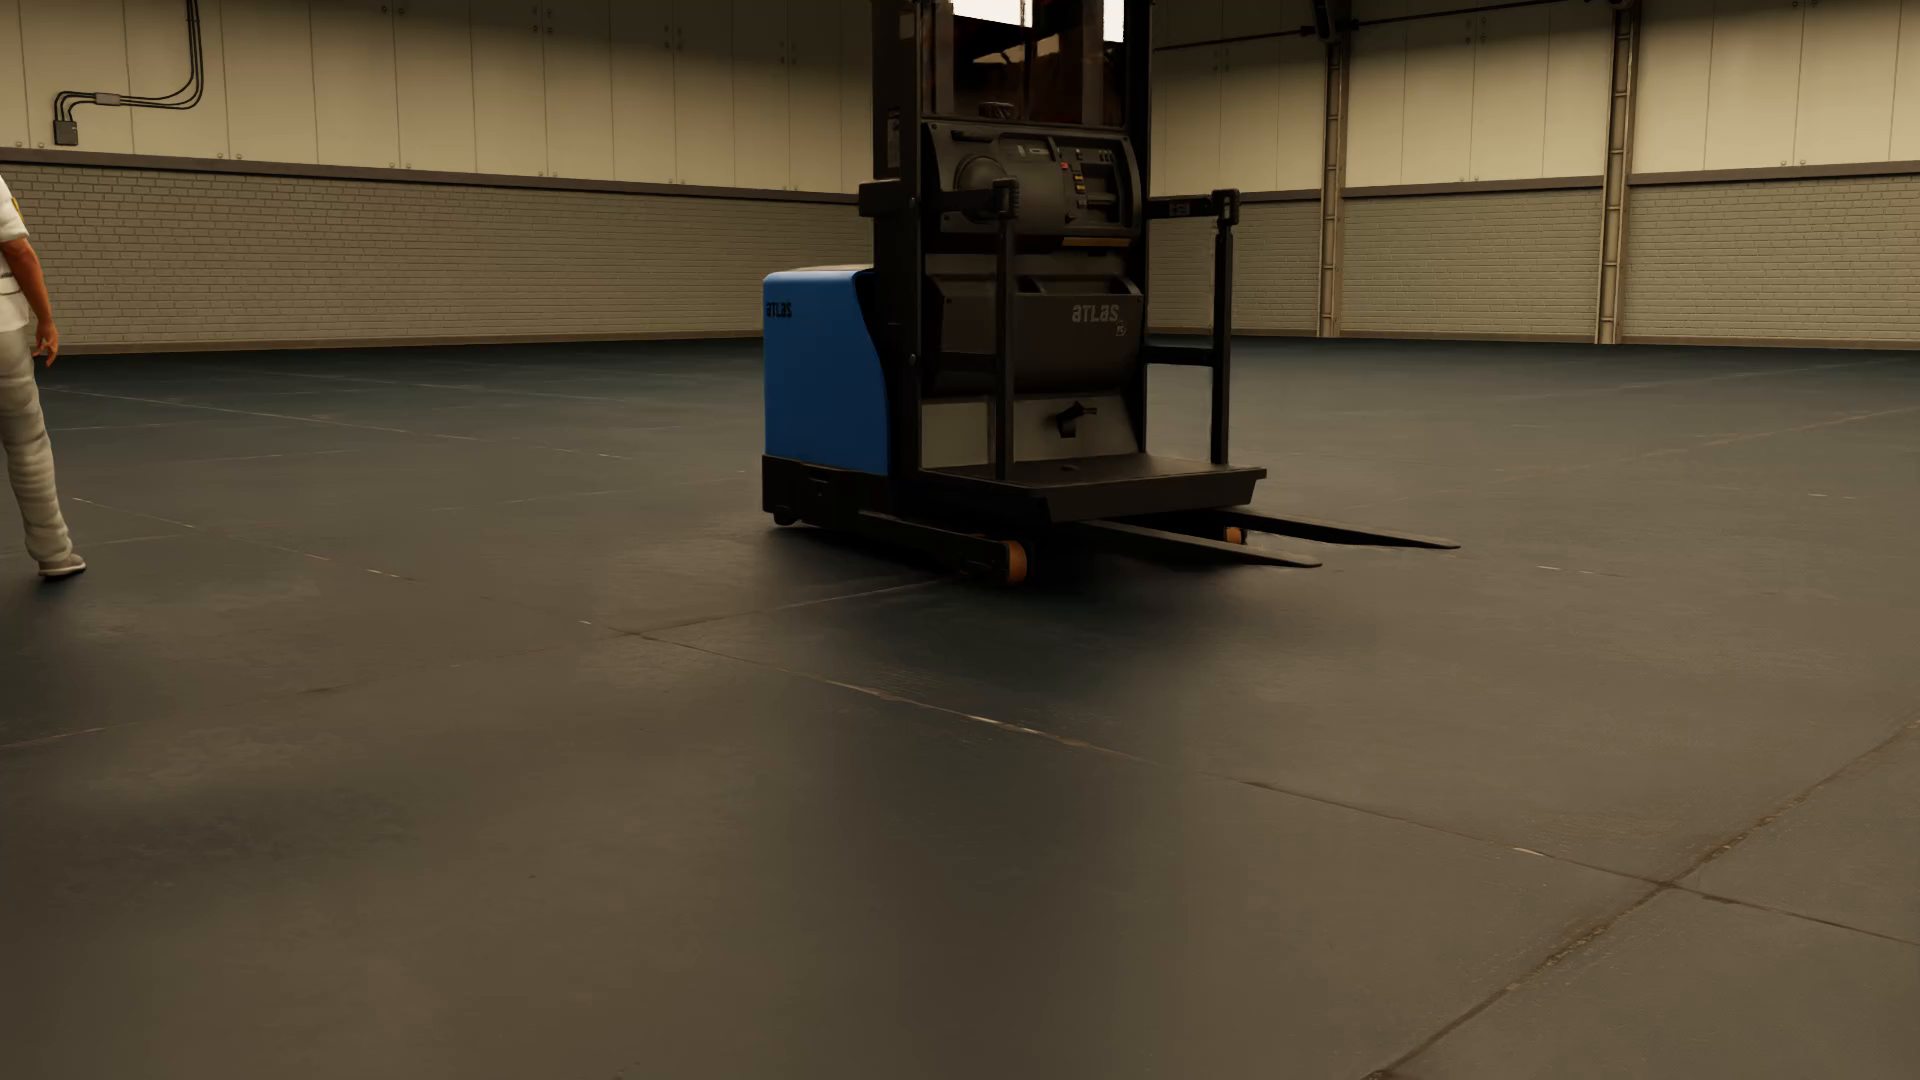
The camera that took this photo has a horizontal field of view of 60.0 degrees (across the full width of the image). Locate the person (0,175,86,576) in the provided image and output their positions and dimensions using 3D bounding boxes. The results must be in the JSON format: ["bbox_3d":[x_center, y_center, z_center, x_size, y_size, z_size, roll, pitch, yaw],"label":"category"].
[{"bbox_3d":[-3.354,-0.677,5.590,0.586,1.673,0.531,-3,9,-20],"label":"person"}]

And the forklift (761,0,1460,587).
[{"bbox_3d":[0.407,-1.369,5.966,1.130,2.935,3.031,-6,10,-34],"label":"forklift"}]
